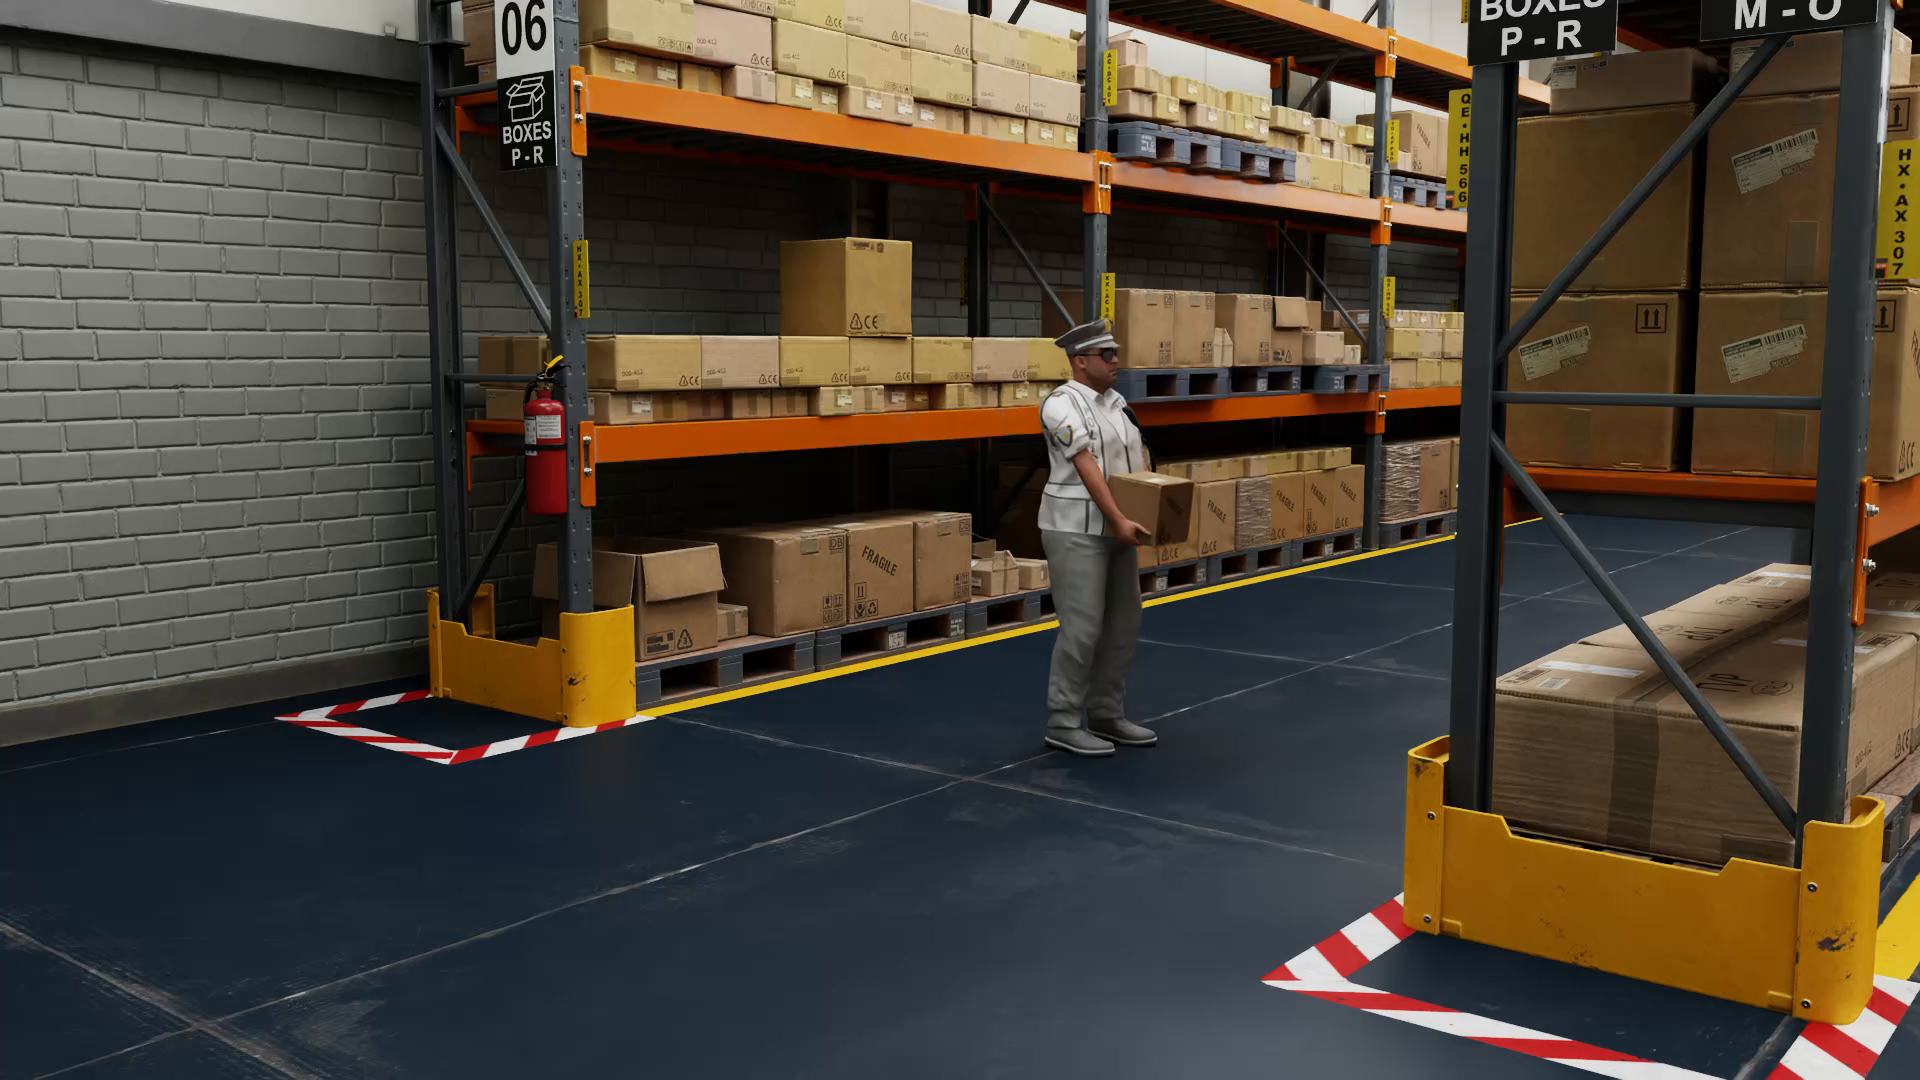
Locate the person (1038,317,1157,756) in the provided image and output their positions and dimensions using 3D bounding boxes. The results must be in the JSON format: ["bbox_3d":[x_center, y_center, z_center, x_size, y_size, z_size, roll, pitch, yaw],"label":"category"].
[{"bbox_3d":[0.623,-0.022,6.827,0.566,1.771,0.490,5,8,39],"label":"person"}]
